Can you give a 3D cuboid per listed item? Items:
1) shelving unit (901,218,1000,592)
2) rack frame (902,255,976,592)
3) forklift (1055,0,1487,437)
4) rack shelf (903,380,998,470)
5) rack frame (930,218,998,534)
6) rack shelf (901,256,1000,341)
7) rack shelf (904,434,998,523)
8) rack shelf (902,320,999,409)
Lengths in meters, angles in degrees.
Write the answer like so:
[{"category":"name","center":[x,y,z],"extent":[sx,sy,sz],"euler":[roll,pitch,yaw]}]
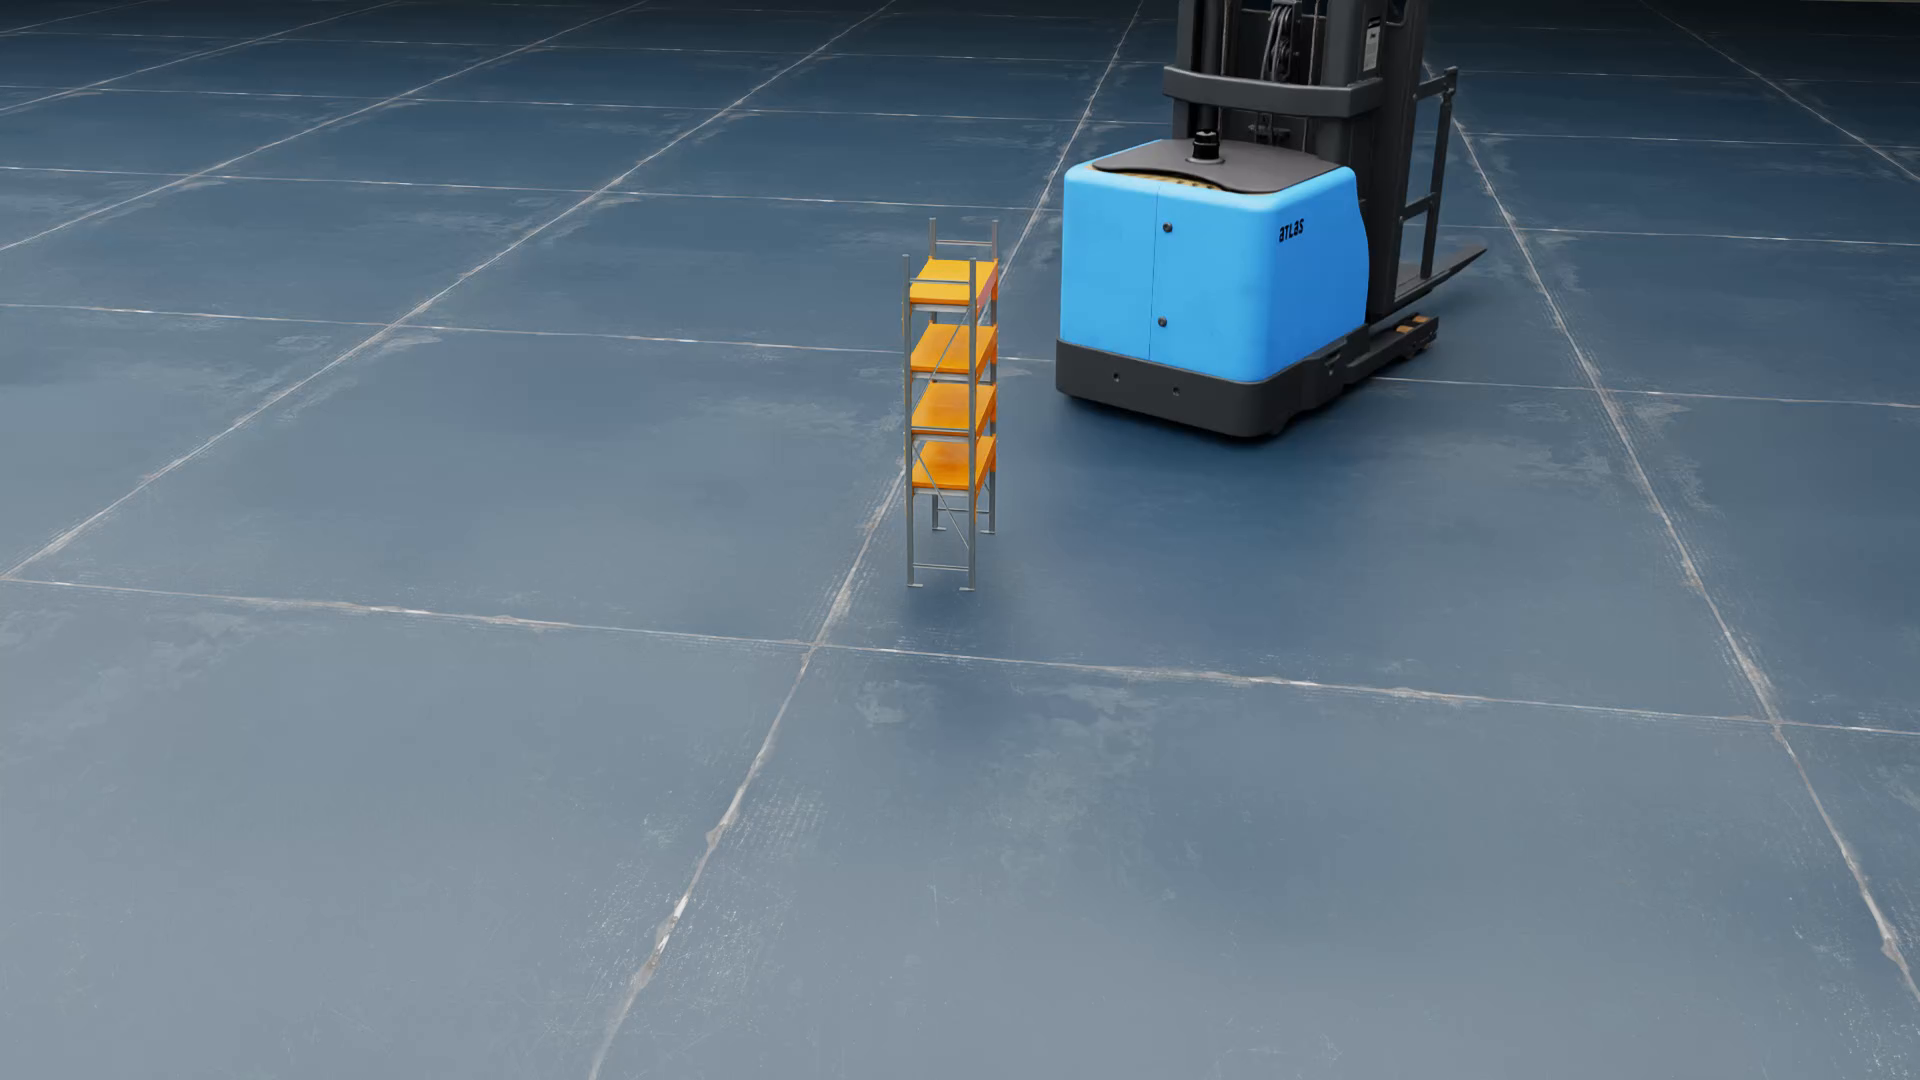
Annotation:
[{"category":"shelving unit","center":[-0.027,-0.474,5.848],"extent":[0.258,1.200,0.503],"euler":[4,25,9]},{"category":"rack frame","center":[-0.067,-0.372,5.630],"extent":[0.240,1.200,0.015],"euler":[4,25,9]},{"category":"forklift","center":[1.726,-2.323,7.755],"extent":[1.130,2.935,3.031],"euler":[18,30,33]},{"category":"rack shelf","center":[-0.027,-0.413,5.876],"extent":[0.258,0.148,0.480],"euler":[4,25,9]},{"category":"rack frame","center":[0.013,-0.576,6.066],"extent":[0.240,1.200,0.015],"euler":[4,25,9]},{"category":"rack shelf","center":[-0.027,-0.830,5.681],"extent":[0.258,0.148,0.480],"euler":[4,25,9]},{"category":"rack shelf","center":[-0.027,-0.233,5.960],"extent":[0.258,0.148,0.480],"euler":[4,25,9]},{"category":"rack shelf","center":[-0.027,-0.616,5.781],"extent":[0.258,0.148,0.480],"euler":[4,25,9]}]
